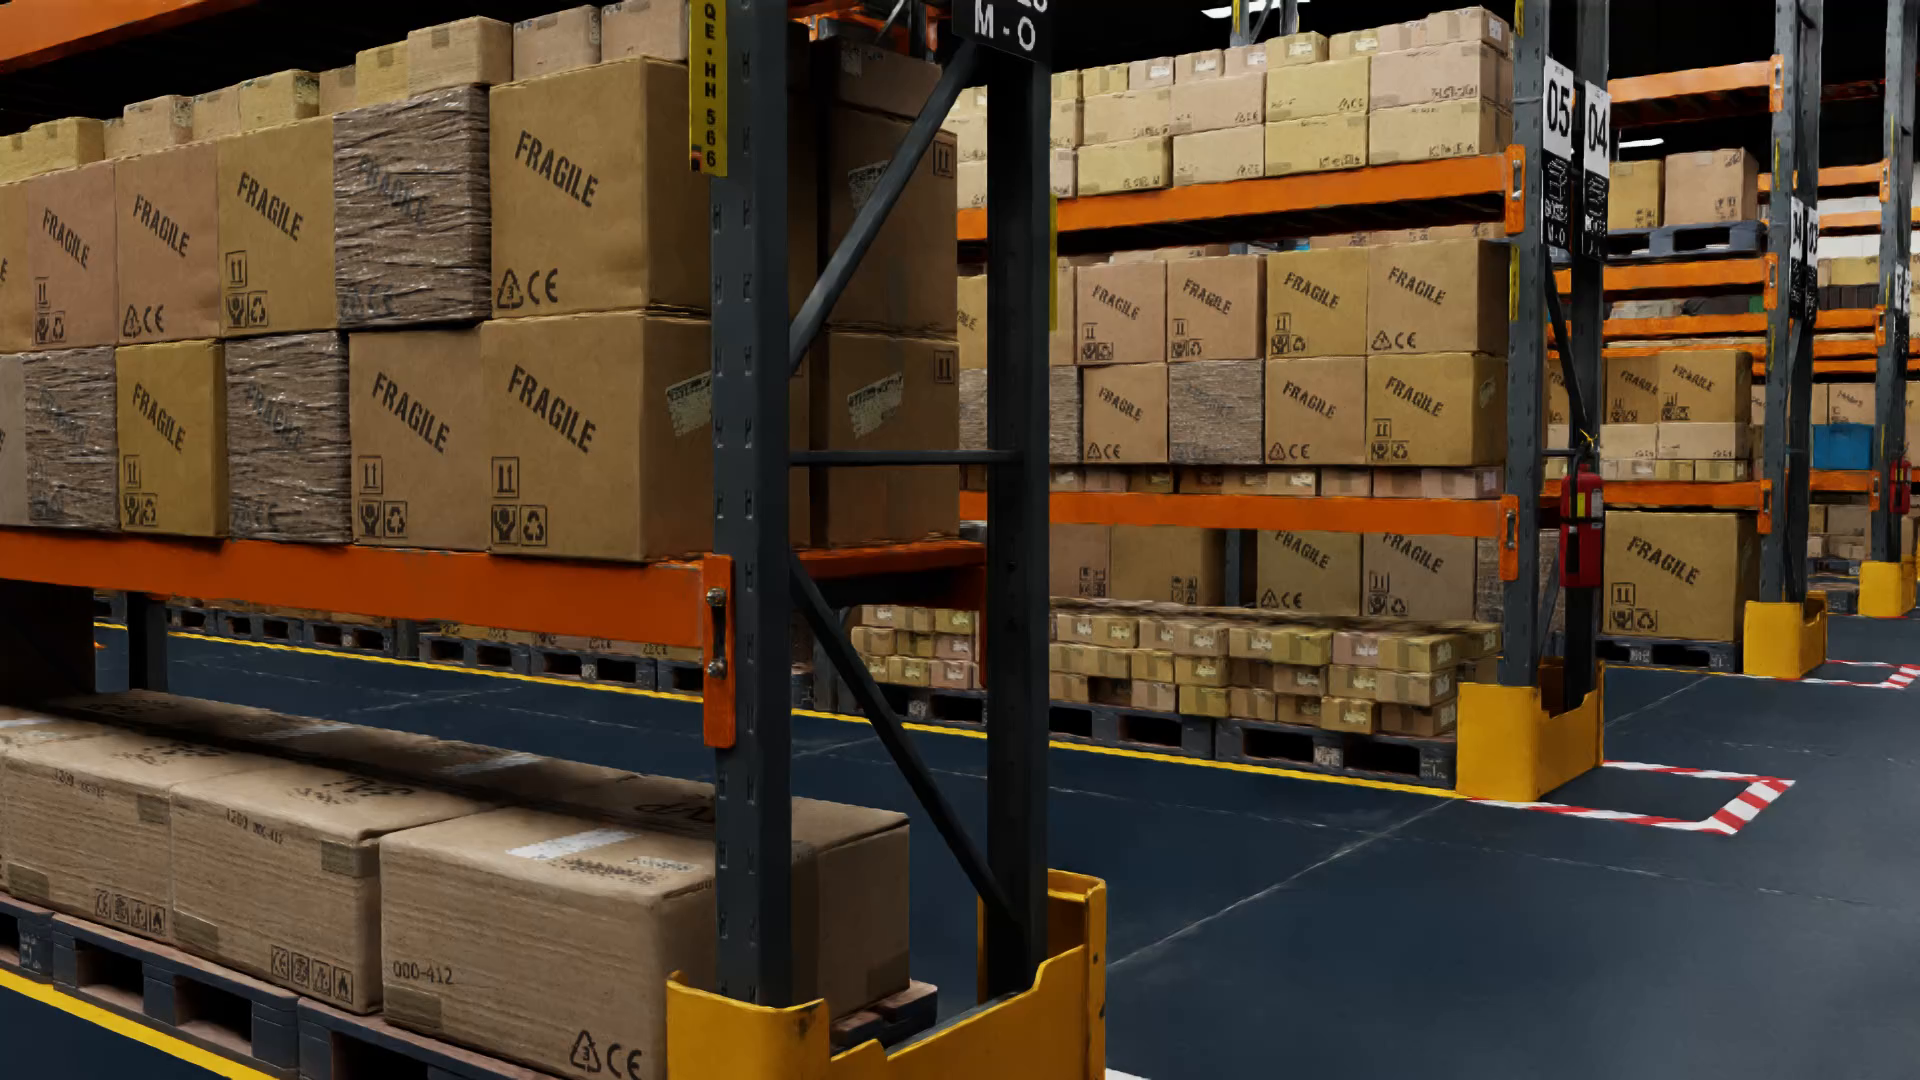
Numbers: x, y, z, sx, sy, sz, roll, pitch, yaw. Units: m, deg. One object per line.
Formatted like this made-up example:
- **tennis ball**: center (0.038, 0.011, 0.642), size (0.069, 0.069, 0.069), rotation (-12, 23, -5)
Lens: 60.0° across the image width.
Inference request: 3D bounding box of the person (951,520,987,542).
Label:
- **person**: center (0.027, -0.096, 12.913), size (0.646, 1.774, 0.386), rotation (2, 4, 29)
